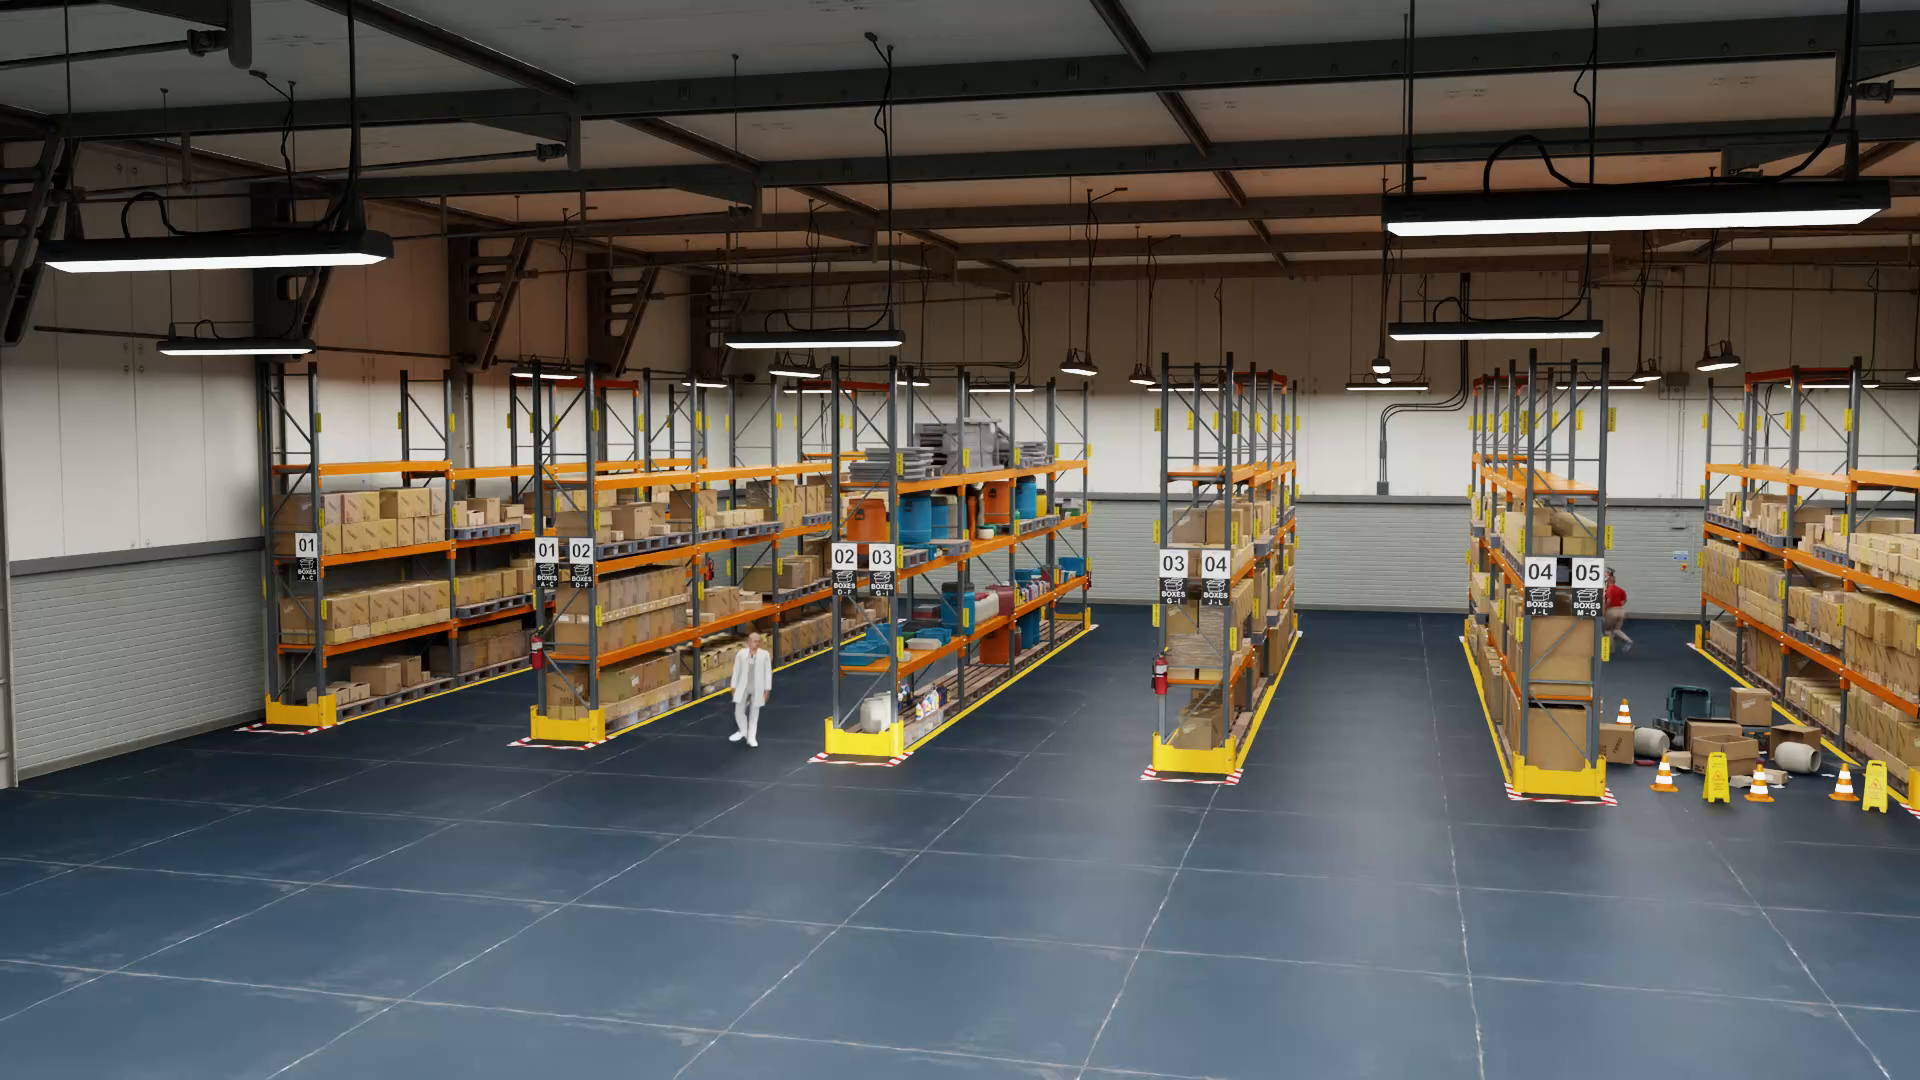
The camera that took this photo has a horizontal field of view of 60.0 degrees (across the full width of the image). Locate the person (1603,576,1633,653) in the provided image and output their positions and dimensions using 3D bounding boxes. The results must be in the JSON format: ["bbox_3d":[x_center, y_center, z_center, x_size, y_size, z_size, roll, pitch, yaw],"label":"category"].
[{"bbox_3d":[14.267,1.637,36.137,0.658,1.677,0.775,-2,4,-21],"label":"person"}]

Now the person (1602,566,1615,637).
[{"bbox_3d":[15.005,1.443,38.636,0.695,1.718,0.588,0,4,5],"label":"person"}]

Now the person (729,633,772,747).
[{"bbox_3d":[-3.232,2.303,25.577,0.673,1.766,0.514,0,4,-4],"label":"person"}]
